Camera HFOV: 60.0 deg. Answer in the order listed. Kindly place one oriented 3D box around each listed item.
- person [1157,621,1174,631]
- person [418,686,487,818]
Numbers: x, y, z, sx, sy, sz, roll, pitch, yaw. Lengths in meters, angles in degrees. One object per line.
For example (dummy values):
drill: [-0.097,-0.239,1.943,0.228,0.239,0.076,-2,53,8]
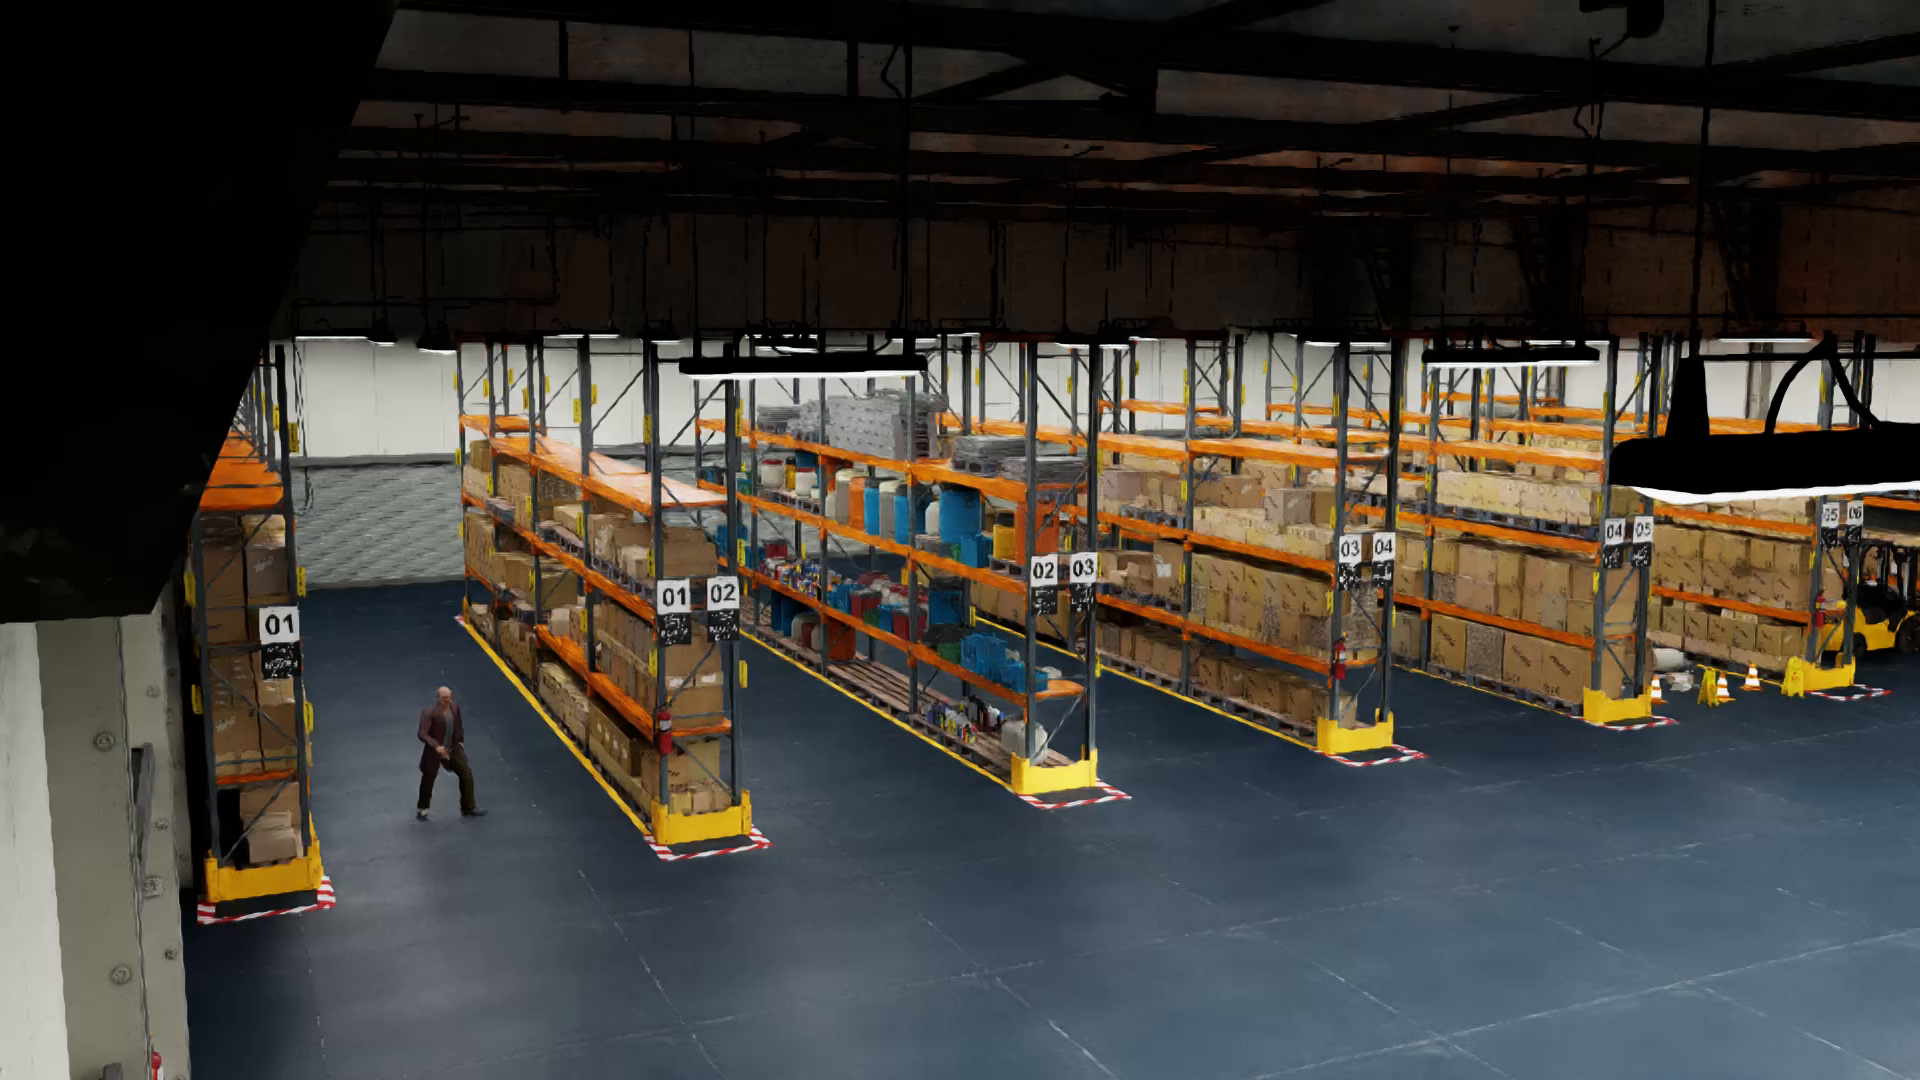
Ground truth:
person: [4.009,1.147,32.031,0.402,1.736,0.650,-6,10,-37]
person: [-6.508,2.660,20.933,0.733,1.716,0.872,-7,11,-43]
